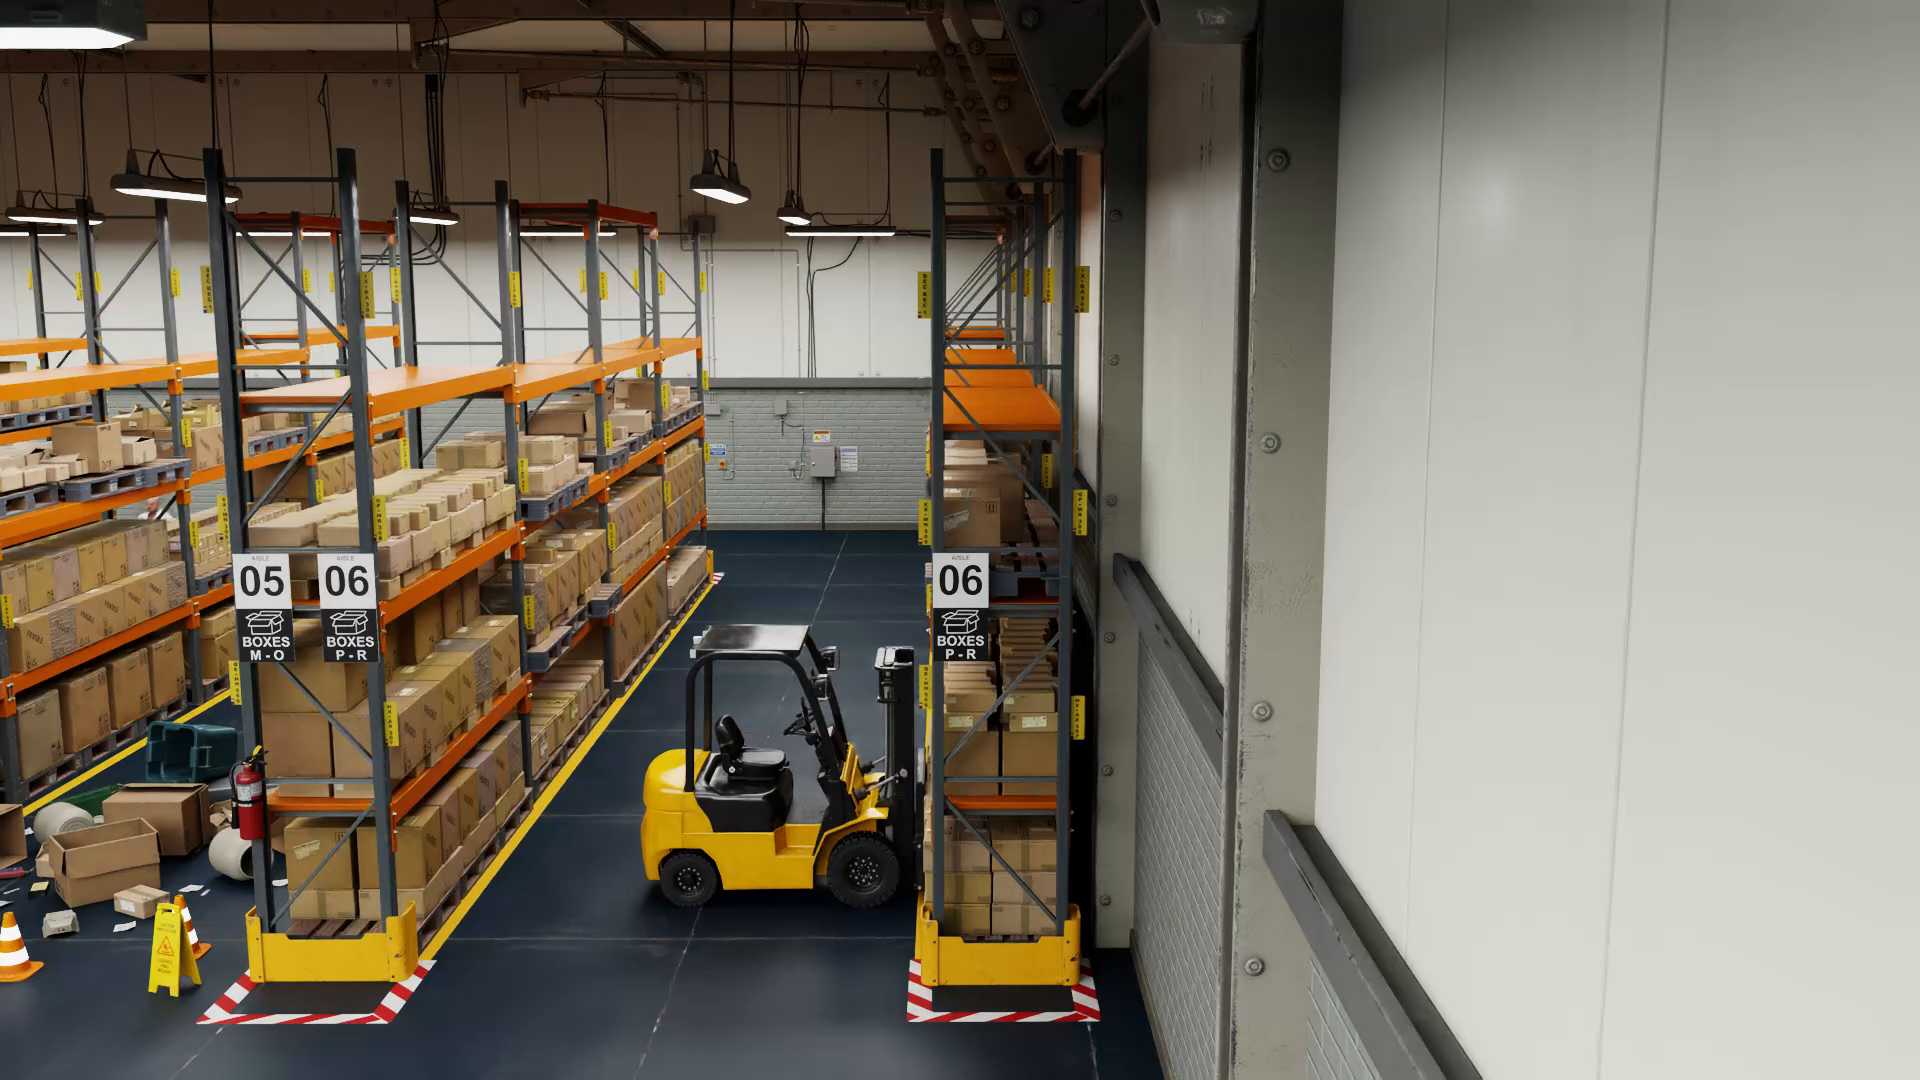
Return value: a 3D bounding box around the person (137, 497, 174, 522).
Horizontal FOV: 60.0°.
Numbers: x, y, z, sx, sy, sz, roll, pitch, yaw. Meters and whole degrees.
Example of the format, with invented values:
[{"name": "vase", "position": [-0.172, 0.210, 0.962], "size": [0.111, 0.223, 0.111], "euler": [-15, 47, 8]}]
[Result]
[{"name": "person", "position": [-12.436, 0.208, 25.730], "size": [0.711, 1.765, 0.880], "euler": [0, 9, -1]}]
